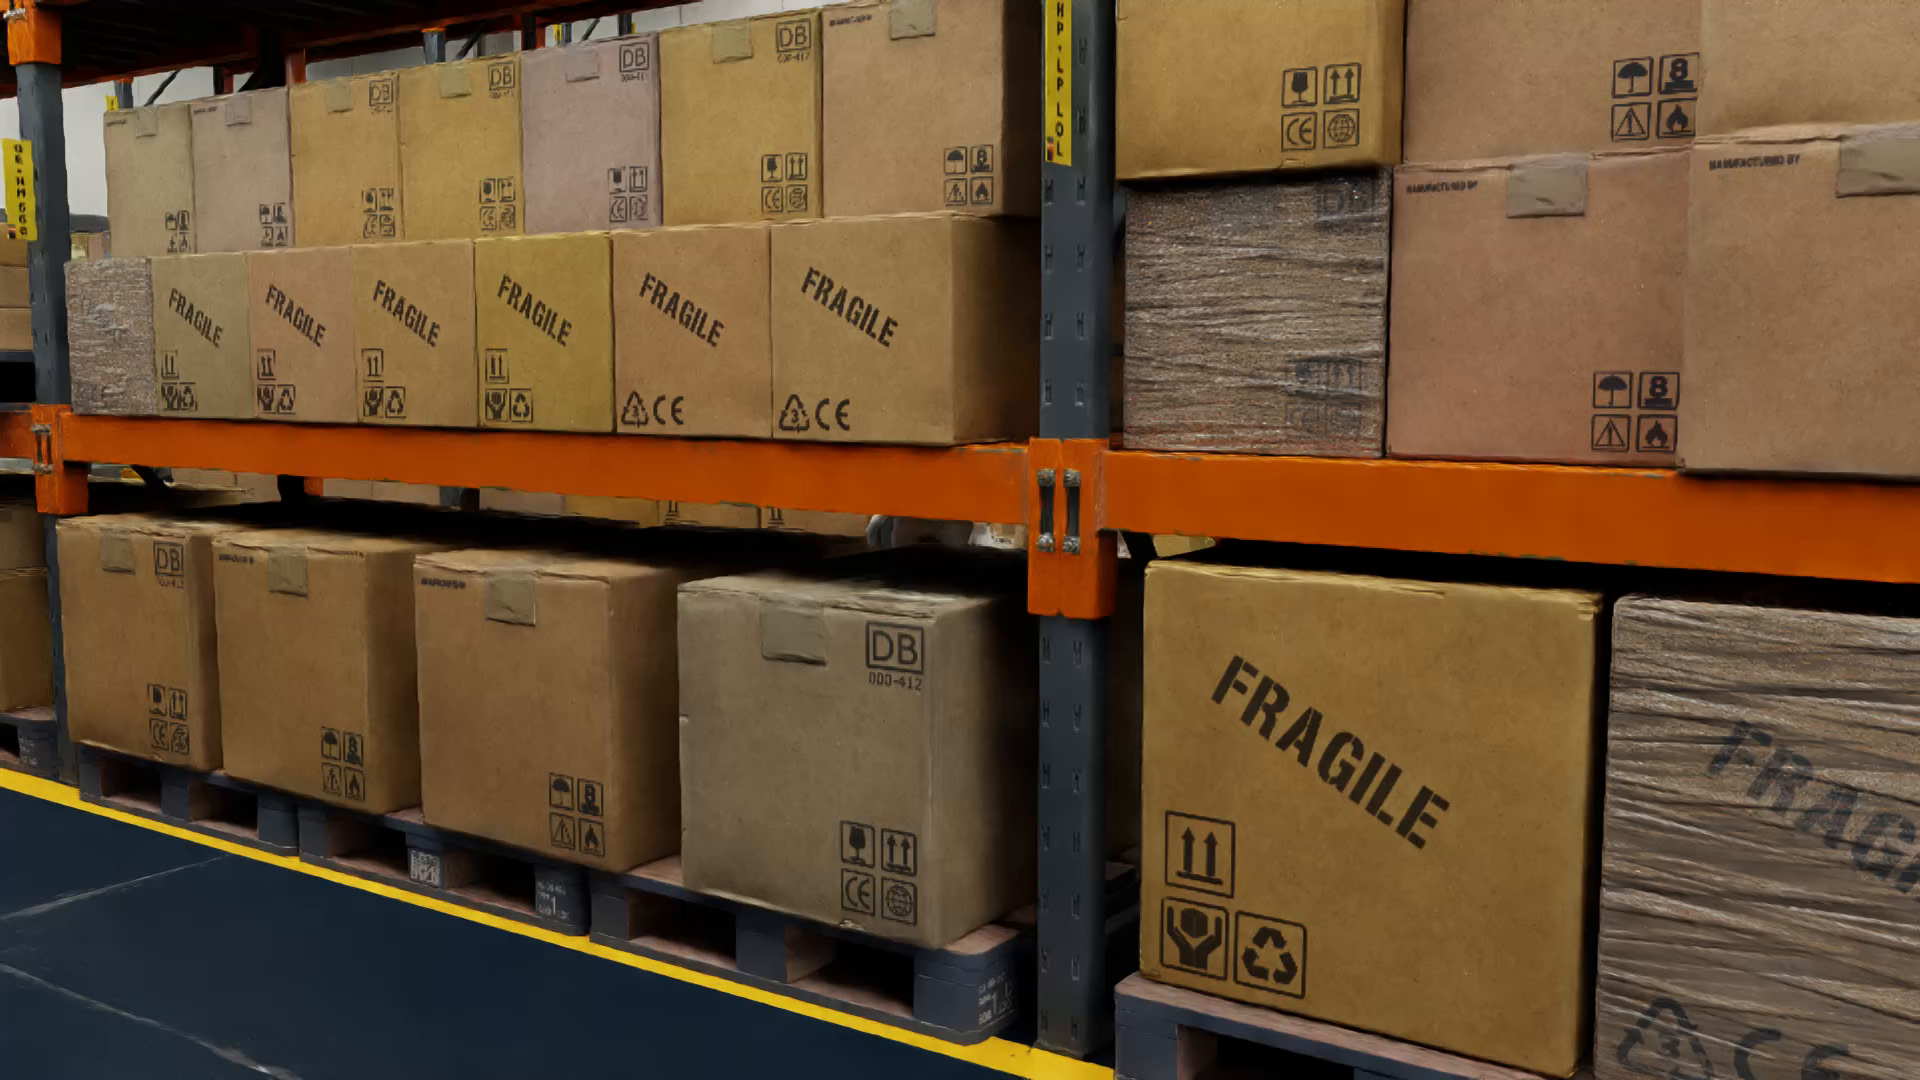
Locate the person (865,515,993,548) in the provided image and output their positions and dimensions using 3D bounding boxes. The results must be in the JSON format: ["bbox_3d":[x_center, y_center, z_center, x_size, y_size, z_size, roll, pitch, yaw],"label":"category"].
[{"bbox_3d":[-0.125,-0.083,6.529,0.631,1.669,0.552,5,8,40],"label":"person"}]
